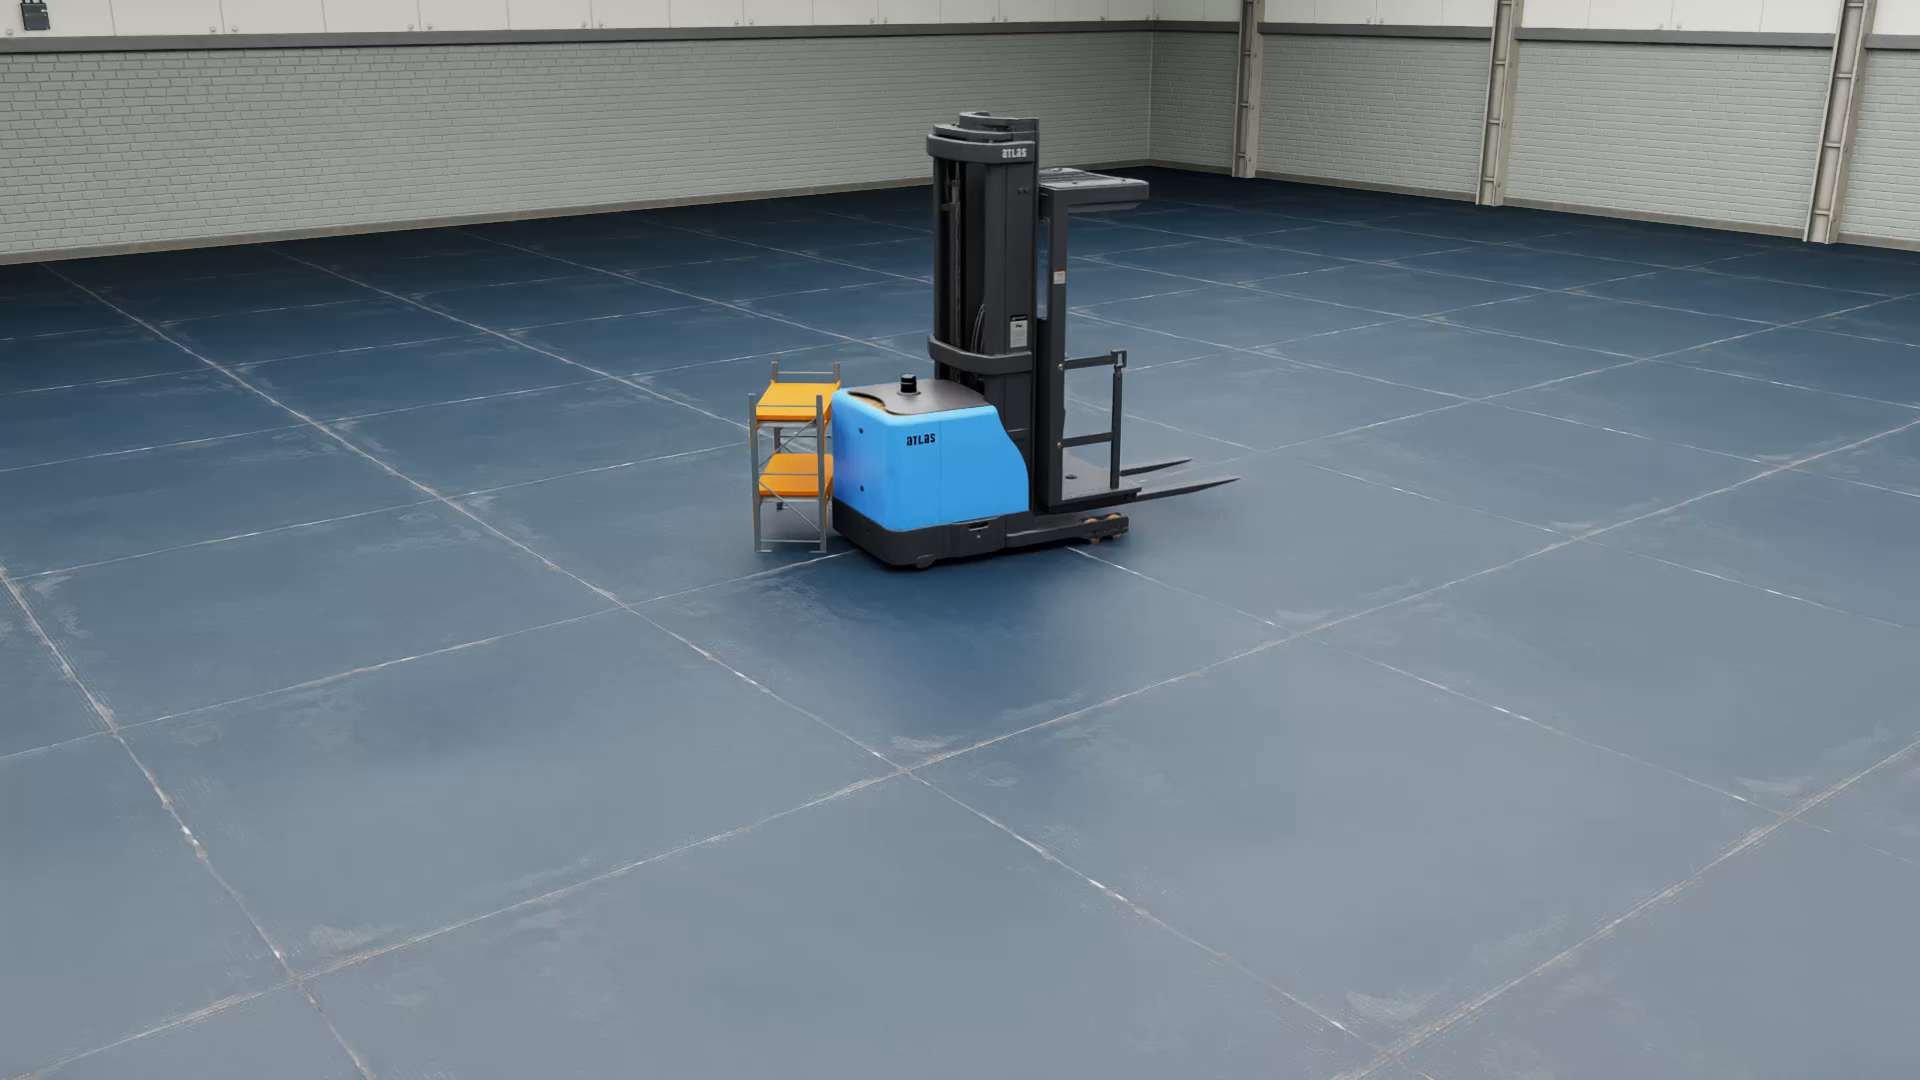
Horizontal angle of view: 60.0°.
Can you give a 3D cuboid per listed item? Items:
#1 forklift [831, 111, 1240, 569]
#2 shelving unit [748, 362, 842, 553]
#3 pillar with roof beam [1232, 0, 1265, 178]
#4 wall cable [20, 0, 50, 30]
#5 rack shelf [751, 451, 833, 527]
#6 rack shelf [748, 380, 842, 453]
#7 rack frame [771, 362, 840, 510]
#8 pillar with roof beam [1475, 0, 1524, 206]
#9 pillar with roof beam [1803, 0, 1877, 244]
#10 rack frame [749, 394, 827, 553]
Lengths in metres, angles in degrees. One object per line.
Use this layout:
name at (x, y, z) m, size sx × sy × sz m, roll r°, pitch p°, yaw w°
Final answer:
forklift at (0.629, -1.512, 11.767) m, size 3.031 × 2.935 × 1.130 m, roll -10°, pitch 21°, yaw -27°
shelving unit at (-1.159, -0.610, 11.916) m, size 0.538 × 1.125 × 1.048 m, roll 1°, pitch 18°, yaw 2°
pillar with roof beam at (2.568, -11.035, 30.871) m, size 9.100 × 9.000 × 0.400 m, roll -14°, pitch 23°, yaw -36°
wall cable at (-12.091, -10.174, 22.863) m, size 2.305 × 6.003 × 0.169 m, roll -14°, pitch 23°, yaw -36°
rack shelf at (-1.159, -0.378, 11.993) m, size 0.538 × 0.278 × 1.000 m, roll 1°, pitch 18°, yaw 2°
rack shelf at (-1.159, -0.888, 11.824) m, size 0.538 × 0.278 × 1.000 m, roll 1°, pitch 18°, yaw 2°
rack frame at (-1.137, -0.770, 12.399) m, size 0.500 × 1.125 × 0.032 m, roll 1°, pitch 18°, yaw 2°
pillar with roof beam at (6.293, -9.556, 26.406) m, size 9.100 × 9.000 × 0.400 m, roll -14°, pitch 23°, yaw -36°
pillar with roof beam at (10.018, -8.078, 21.942) m, size 9.100 × 9.000 × 0.400 m, roll -14°, pitch 23°, yaw -36°
rack frame at (-1.181, -0.451, 11.434) m, size 0.500 × 1.125 × 0.032 m, roll 1°, pitch 18°, yaw 2°
